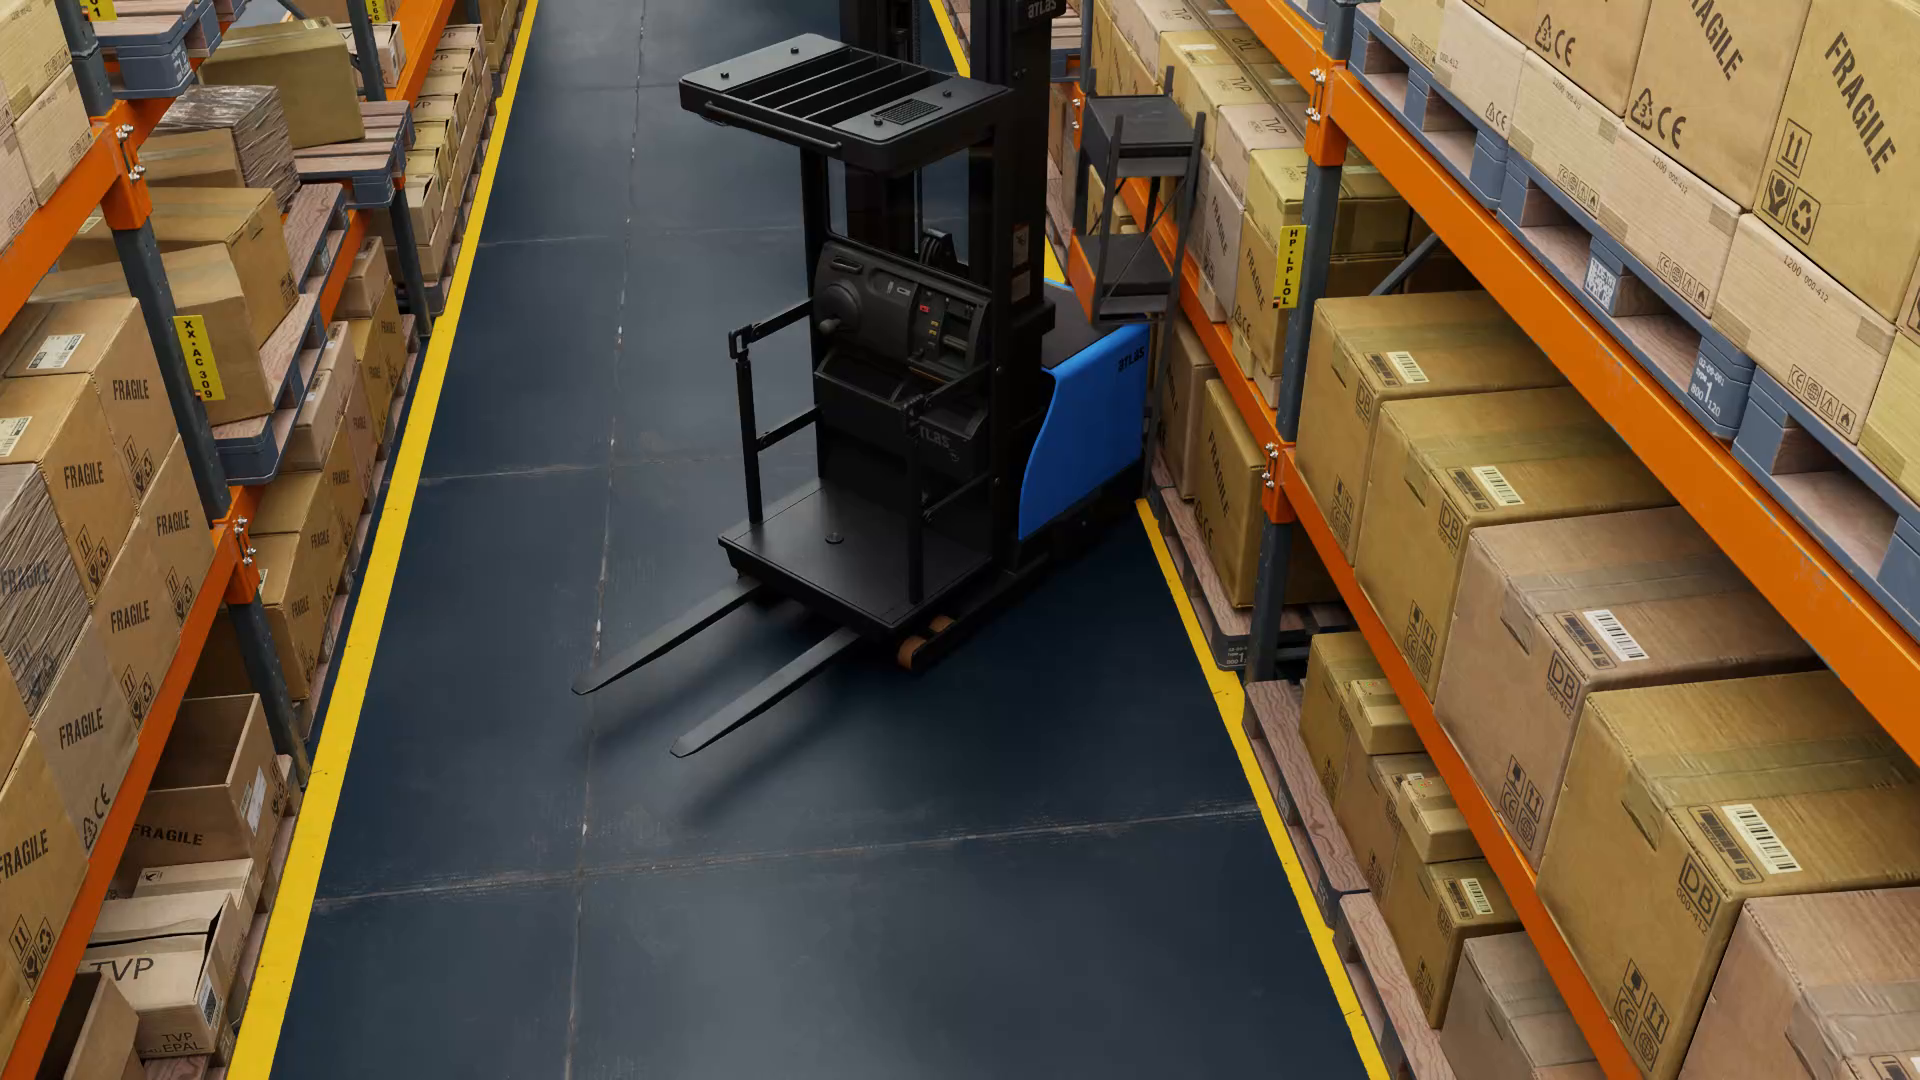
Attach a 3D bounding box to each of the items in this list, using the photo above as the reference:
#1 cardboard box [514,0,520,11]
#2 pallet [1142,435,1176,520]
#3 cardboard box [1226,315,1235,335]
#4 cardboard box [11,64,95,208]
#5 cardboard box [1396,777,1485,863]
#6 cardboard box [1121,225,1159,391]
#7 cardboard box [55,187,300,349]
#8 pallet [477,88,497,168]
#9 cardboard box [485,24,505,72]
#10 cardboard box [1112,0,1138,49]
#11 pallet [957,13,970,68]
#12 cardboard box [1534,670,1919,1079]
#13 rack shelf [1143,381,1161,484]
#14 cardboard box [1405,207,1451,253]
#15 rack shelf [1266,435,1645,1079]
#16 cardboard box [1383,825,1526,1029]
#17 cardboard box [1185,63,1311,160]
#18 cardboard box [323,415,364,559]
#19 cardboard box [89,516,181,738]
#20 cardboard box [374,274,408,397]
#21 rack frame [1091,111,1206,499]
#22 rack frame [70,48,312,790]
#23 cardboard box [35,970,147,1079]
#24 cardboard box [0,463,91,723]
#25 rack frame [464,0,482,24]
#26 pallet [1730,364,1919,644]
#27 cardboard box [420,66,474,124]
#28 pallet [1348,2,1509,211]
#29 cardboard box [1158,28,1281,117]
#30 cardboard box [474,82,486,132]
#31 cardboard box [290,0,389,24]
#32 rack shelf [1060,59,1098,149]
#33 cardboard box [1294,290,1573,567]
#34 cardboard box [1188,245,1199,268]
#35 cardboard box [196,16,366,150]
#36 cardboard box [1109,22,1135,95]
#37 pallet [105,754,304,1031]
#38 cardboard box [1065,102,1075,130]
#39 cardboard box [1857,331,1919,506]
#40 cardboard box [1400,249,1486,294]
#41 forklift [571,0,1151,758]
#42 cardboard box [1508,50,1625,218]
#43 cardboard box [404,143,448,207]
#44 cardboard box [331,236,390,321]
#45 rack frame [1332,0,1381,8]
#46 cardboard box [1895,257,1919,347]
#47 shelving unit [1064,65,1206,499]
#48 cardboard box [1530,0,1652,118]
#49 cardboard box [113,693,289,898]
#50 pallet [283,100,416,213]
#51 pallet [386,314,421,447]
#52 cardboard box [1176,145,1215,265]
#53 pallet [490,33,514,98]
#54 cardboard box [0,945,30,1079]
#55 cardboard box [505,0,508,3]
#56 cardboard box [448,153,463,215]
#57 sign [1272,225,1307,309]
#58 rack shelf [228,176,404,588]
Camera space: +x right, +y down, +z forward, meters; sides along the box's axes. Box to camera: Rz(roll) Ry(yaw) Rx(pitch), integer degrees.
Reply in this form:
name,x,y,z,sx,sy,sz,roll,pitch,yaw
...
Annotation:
name,x,y,z,sx,sy,sz,roll,pitch,yaw
cardboard box,-4.198,-4.842,14.761,0.500,0.250,0.500,-4,35,-6
pallet,1.400,-0.554,8.875,1.003,0.211,1.213,-4,35,-6
cardboard box,1.372,-0.958,7.197,0.380,0.149,0.250,-3,34,-5
cardboard box,-2.834,-1.148,4.741,0.500,0.250,0.500,-4,35,-6
cardboard box,1.680,0.914,5.516,0.380,0.149,0.250,-5,35,-8
cardboard box,1.288,-1.207,8.893,0.750,0.750,0.750,-5,35,-7
cardboard box,-3.160,-1.097,6.734,0.700,0.500,0.500,1,34,1
pallet,-4.101,-3.126,12.649,1.003,0.211,1.213,-4,35,-6
cardboard box,-4.001,-4.005,13.532,0.500,0.250,0.500,-4,35,-6
cardboard box,1.086,-2.741,8.572,0.500,0.250,0.500,-5,35,-7
pallet,0.544,-4.283,14.347,1.003,0.211,1.213,-4,35,-6
cardboard box,2.096,0.820,4.116,0.980,0.700,0.700,-5,35,-7
rack shelf,0.730,-0.620,8.459,0.431,0.518,0.480,-4,39,-10
cardboard box,1.942,-1.358,6.542,0.500,0.250,0.500,-3,34,-5
rack shelf,2.014,0.814,5.030,1.077,0.370,4.000,-4,35,-6
cardboard box,1.876,1.253,5.595,0.700,0.500,0.500,-4,34,-5
cardboard box,1.301,-1.893,7.328,0.500,0.250,0.500,-4,34,-5
cardboard box,-3.129,-0.235,7.761,0.500,0.500,0.500,-4,34,-6
cardboard box,-2.770,0.284,5.081,0.500,0.500,0.500,-3,34,-5
cardboard box,-3.342,-1.099,9.027,0.500,0.500,0.500,-3,34,-5
rack frame,0.810,-1.024,7.827,0.400,2.100,0.015,-4,39,-10
rack frame,-3.163,-0.222,5.912,1.000,3.000,0.127,-4,35,-6
cardboard box,-2.905,1.676,4.953,0.797,0.503,0.637,-4,35,-6
cardboard box,-2.699,0.153,4.385,0.500,0.500,0.500,-4,34,-6
rack frame,-4.239,-4.686,12.463,1.000,3.000,0.127,-4,35,-6
pallet,2.173,0.017,2.976,1.003,0.211,1.213,-4,35,-6
cardboard box,-3.759,-3.182,11.827,0.500,0.311,0.500,-4,35,-7
pallet,1.845,-1.344,4.974,1.003,0.211,1.213,-4,35,-6
cardboard box,1.232,-2.178,7.745,0.500,0.250,0.500,-5,35,-7
cardboard box,-3.829,-3.231,12.397,0.500,0.250,0.500,-5,35,-7
cardboard box,-3.942,-3.430,10.531,0.500,0.500,0.500,-6,35,-9
rack shelf,0.939,-3.650,11.581,1.077,0.370,4.000,-4,35,-6
cardboard box,1.802,-0.419,5.935,0.980,0.700,0.700,-4,34,-6
cardboard box,1.292,-1.383,7.821,0.380,0.149,0.250,-5,35,-8
cardboard box,-3.504,-2.326,8.538,0.700,0.500,0.500,-16,37,-22
cardboard box,1.080,-2.420,8.767,0.500,0.500,0.500,-3,34,-5
pallet,-3.071,1.314,6.135,1.003,0.211,1.213,-4,35,-6
cardboard box,1.105,-2.674,11.339,0.700,0.500,0.500,-4,35,-6
cardboard box,1.922,-0.148,2.811,0.500,0.250,0.500,-3,34,-5
cardboard box,1.933,-1.047,6.752,0.500,0.500,0.500,-6,35,-8
forklift,-0.401,-0.940,7.027,1.130,2.935,3.031,25,42,32
cardboard box,1.708,-1.015,4.083,0.500,0.250,0.500,-5,35,-8
cardboard box,-3.559,-2.330,10.576,0.500,0.311,0.500,-5,35,-8
cardboard box,-3.330,-1.377,8.771,0.500,0.250,0.500,-3,34,-5
rack frame,1.746,-3.078,4.776,1.000,3.000,0.127,-4,35,-6
cardboard box,1.915,-0.457,2.599,0.500,0.500,0.500,-4,35,-7
shelving unit,0.768,-1.176,8.013,0.431,2.100,0.503,-4,39,-10
cardboard box,1.711,-1.321,3.866,0.500,0.500,0.500,-4,34,-6
cardboard box,-2.805,0.926,6.057,0.500,0.500,0.500,-4,35,-6
pallet,-3.540,-2.002,8.694,1.213,0.211,1.003,-4,35,-6
pallet,-3.638,-0.882,9.357,1.003,0.211,1.213,-4,35,-6
cardboard box,1.296,-1.575,7.527,0.500,0.500,0.500,-4,35,-6
pallet,-4.304,-3.981,13.904,1.003,0.211,1.213,-4,35,-6
cardboard box,-2.562,1.134,3.834,0.500,0.500,0.500,-4,35,-7
cardboard box,-4.125,-4.874,14.141,0.500,0.500,0.500,-4,35,-6
cardboard box,-3.624,-2.376,11.141,0.500,0.250,0.500,-5,35,-8
sign,1.209,-0.998,6.093,0.100,0.325,0.005,-4,35,-6
rack shelf,-3.432,-1.040,7.752,1.077,0.370,4.000,-4,35,-6
